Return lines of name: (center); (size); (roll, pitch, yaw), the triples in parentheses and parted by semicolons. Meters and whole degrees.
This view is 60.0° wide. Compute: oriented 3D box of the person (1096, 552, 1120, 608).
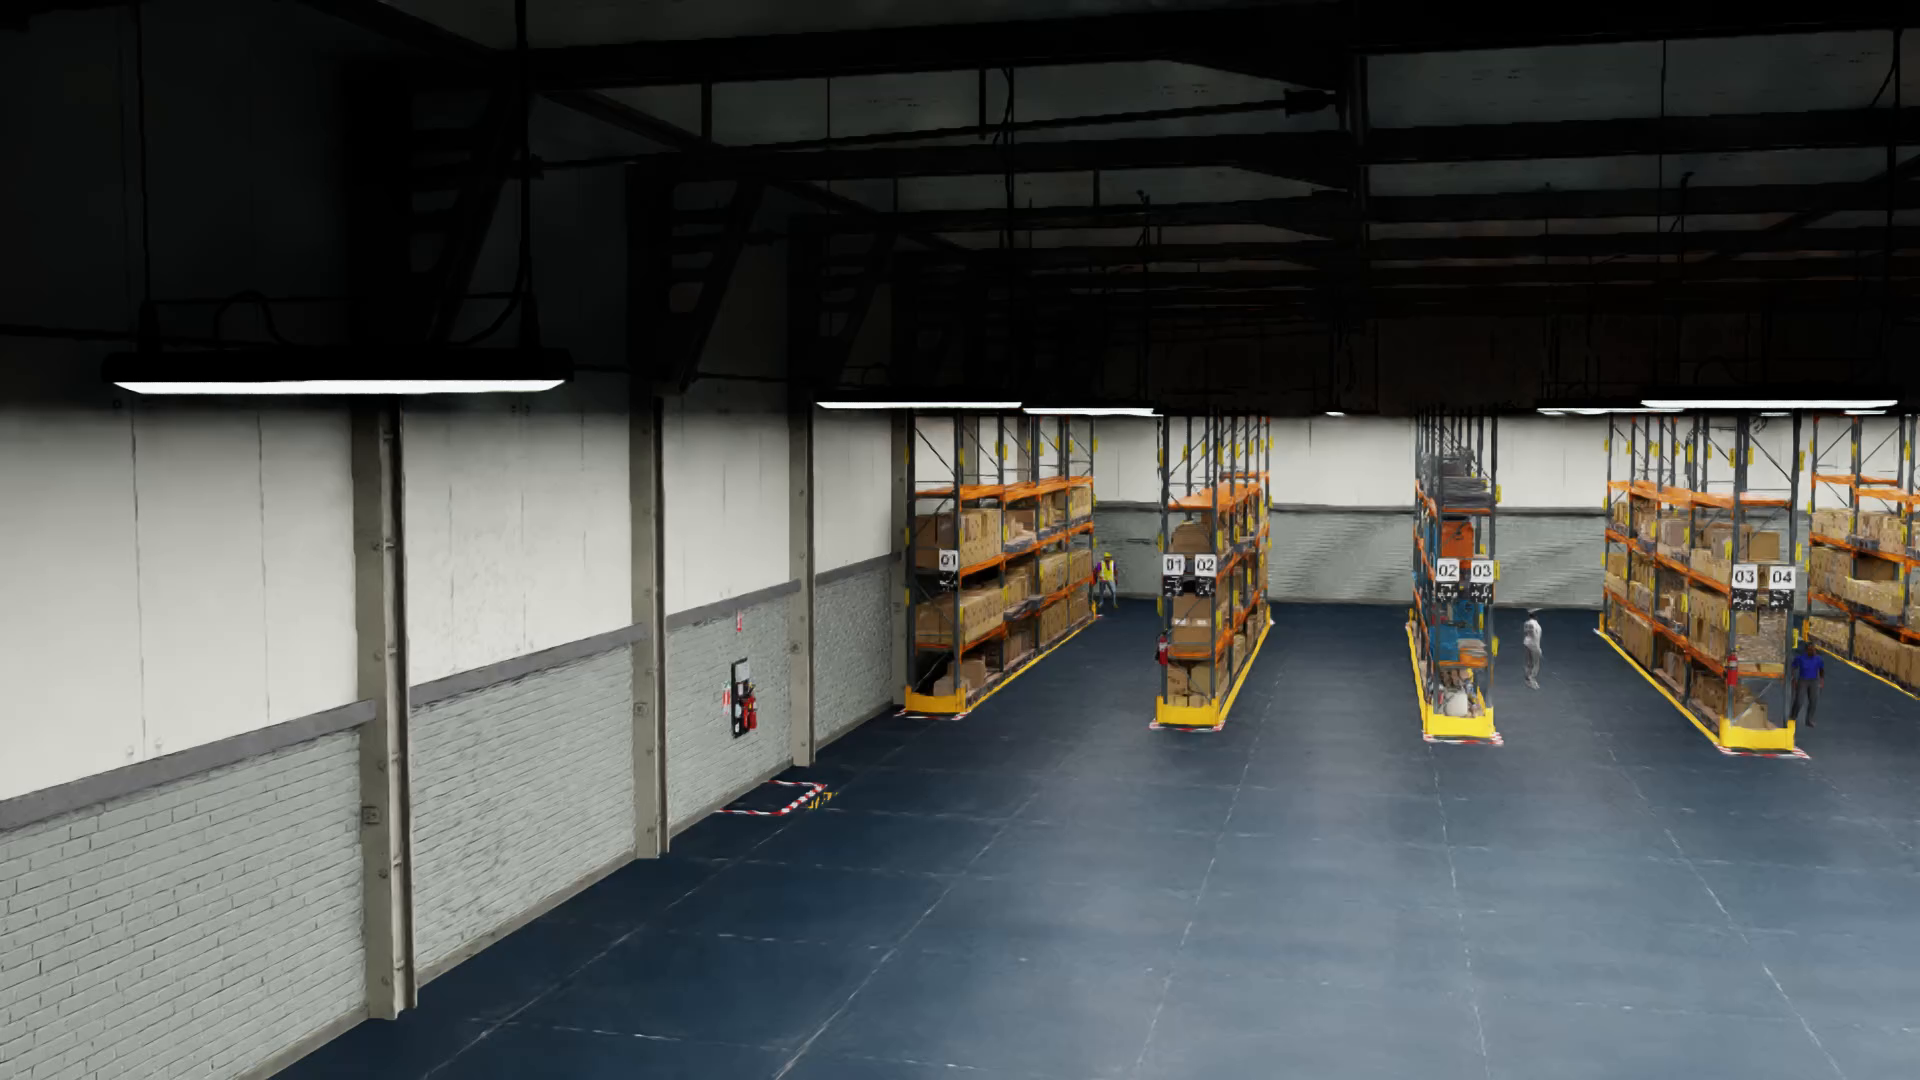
person: (4.439, 1.203, 50.322); (0.709, 1.697, 0.831); (0, 4, -4)

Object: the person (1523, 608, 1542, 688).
person: (12.262, 2.318, 35.585); (0.361, 1.727, 0.538); (-1, 4, -13)

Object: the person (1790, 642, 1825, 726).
person: (15.770, 2.674, 30.976); (0.592, 1.604, 0.518); (1, 4, 11)
